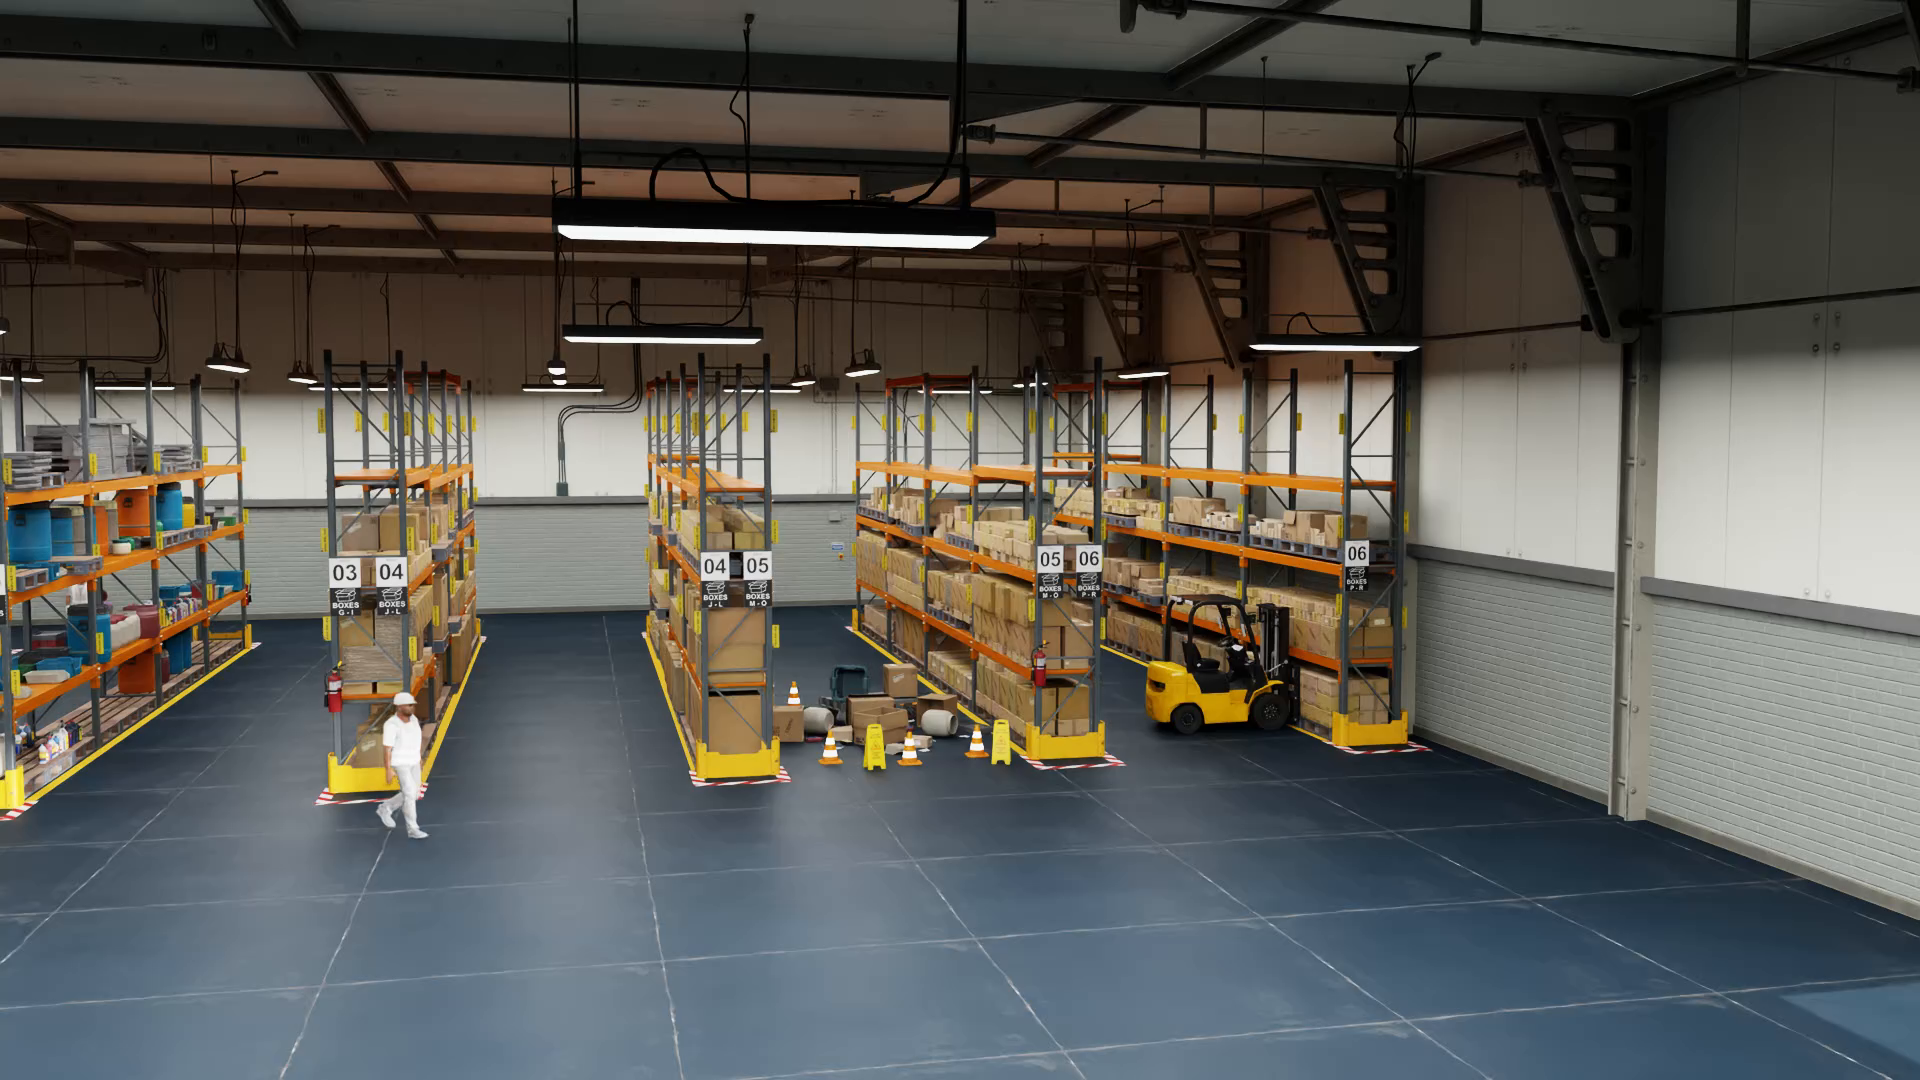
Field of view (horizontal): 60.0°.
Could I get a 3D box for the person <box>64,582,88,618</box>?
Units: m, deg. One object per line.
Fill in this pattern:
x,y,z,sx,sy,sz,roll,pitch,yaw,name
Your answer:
-19.695,1.529,37.139,0.498,1.755,0.872,-1,4,-11,person

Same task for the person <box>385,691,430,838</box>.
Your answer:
-6.709,2.709,20.200,0.607,1.760,0.634,0,4,0,person

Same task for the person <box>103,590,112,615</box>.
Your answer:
-17.649,1.831,34.098,0.549,1.609,0.379,-1,4,-14,person
